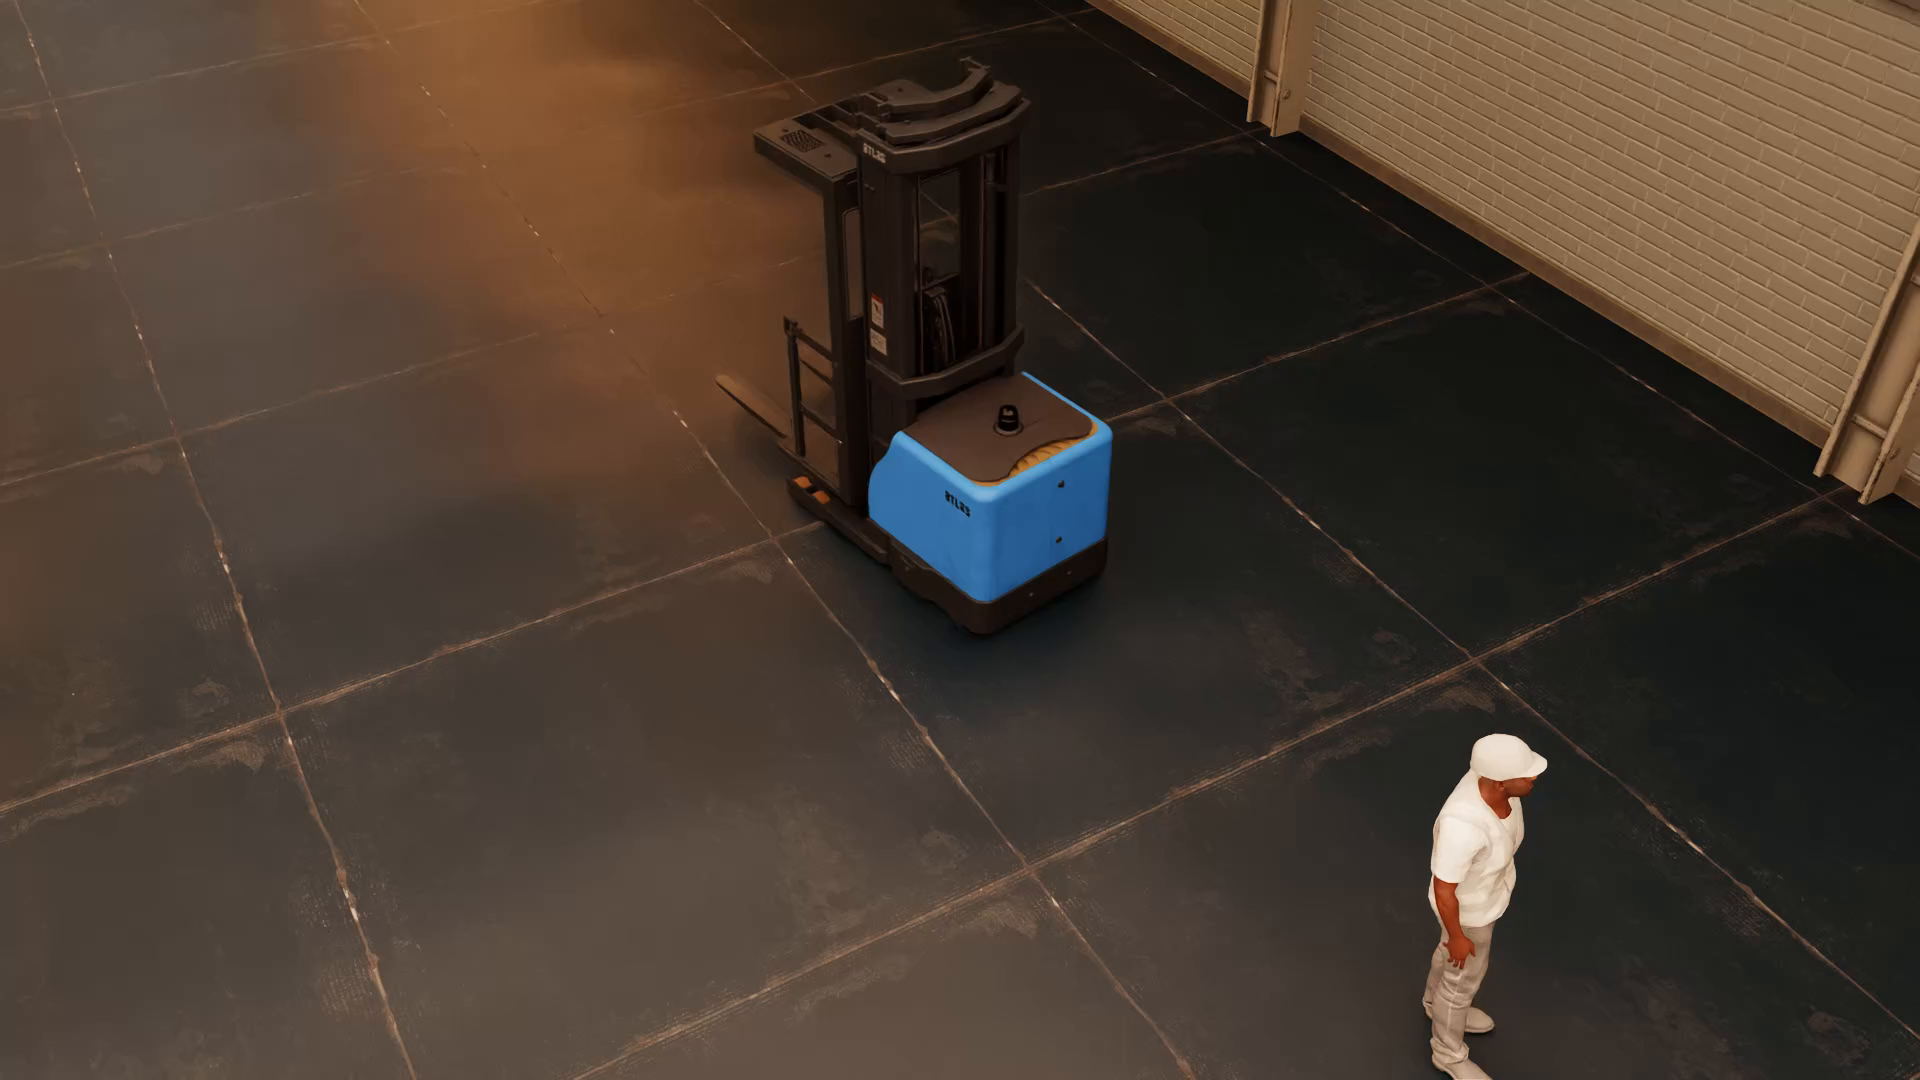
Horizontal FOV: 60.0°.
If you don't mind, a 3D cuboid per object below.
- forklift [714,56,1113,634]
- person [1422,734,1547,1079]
[{"bbox_3d":[-0.447,-1.457,9.793,1.130,2.935,3.031,-28,47,-30],"label":"forklift"},{"bbox_3d":[2.256,1.539,7.082,0.578,1.765,0.666,22,44,24],"label":"person"}]
